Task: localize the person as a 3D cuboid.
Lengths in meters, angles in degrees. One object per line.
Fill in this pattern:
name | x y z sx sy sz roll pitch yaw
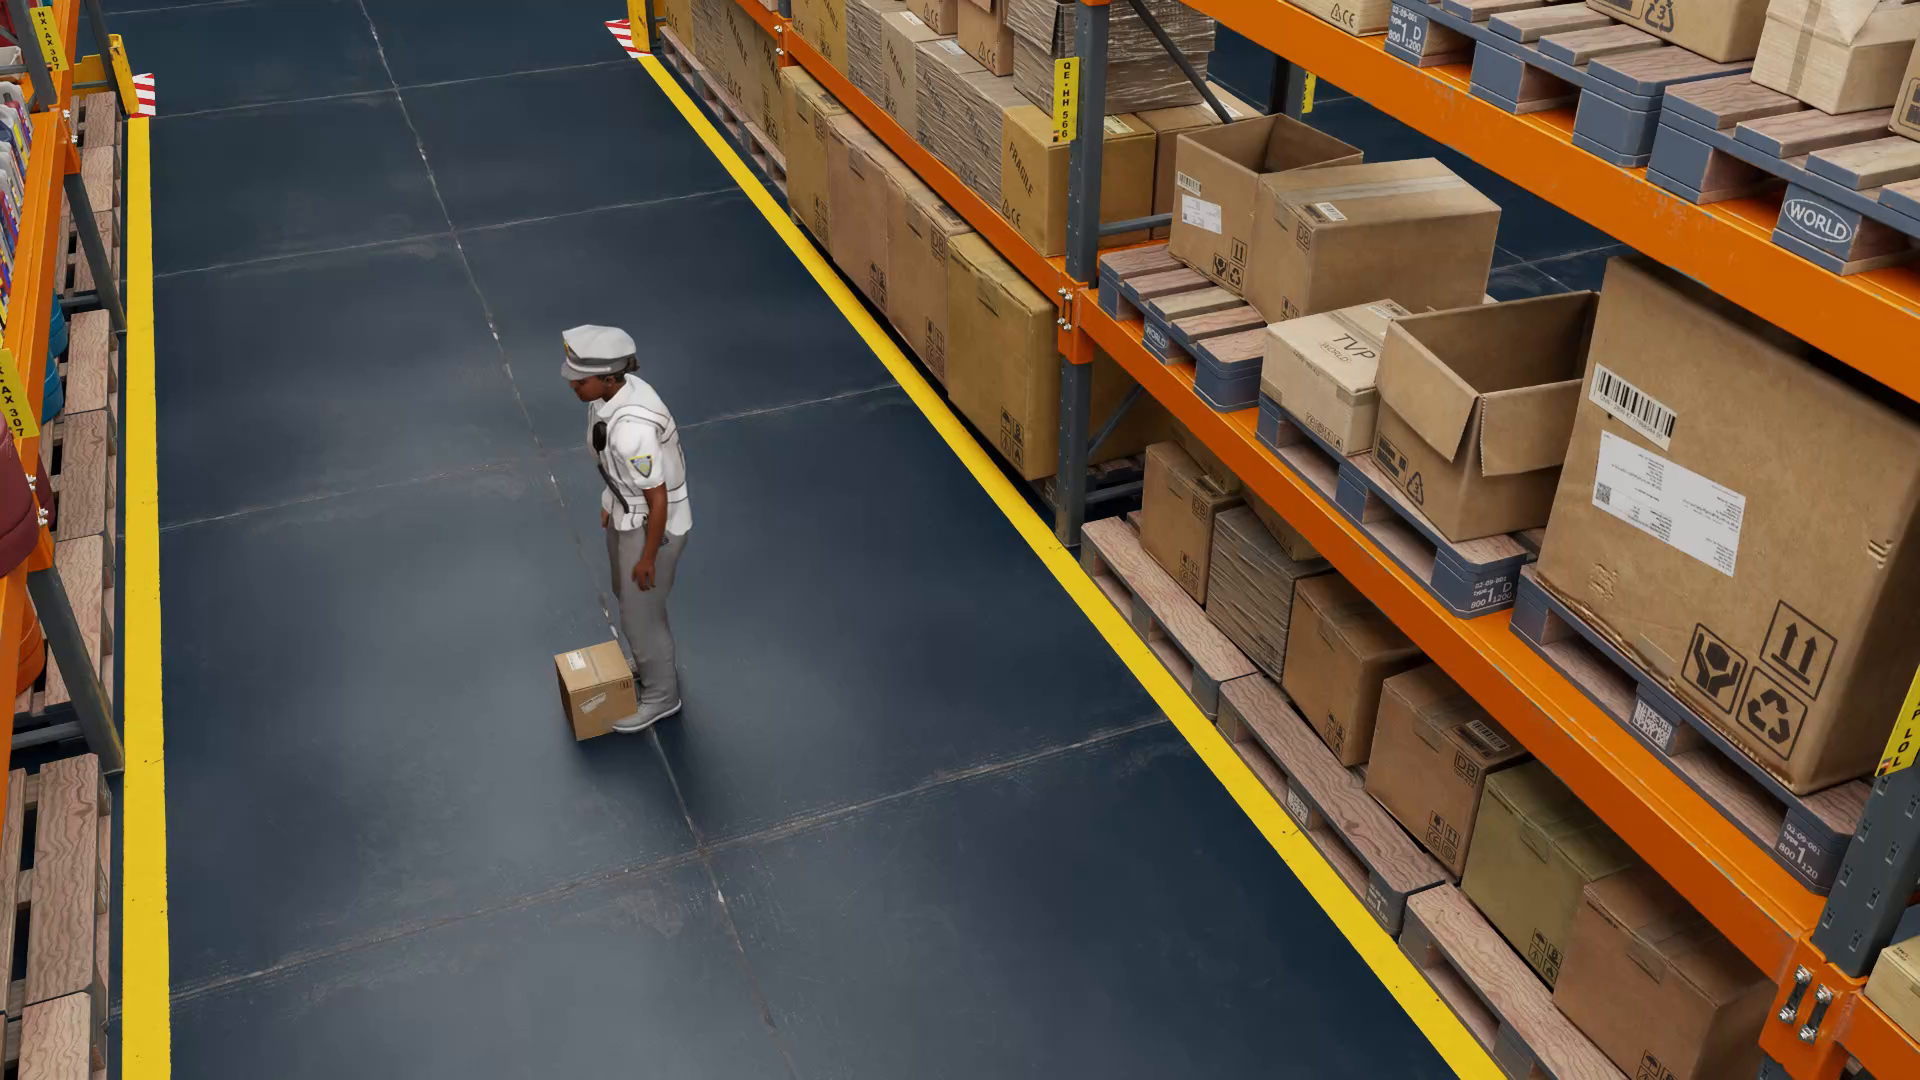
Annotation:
person | -1.224 -0.046 6.210 0.419 1.661 0.530 -15 36 -21
